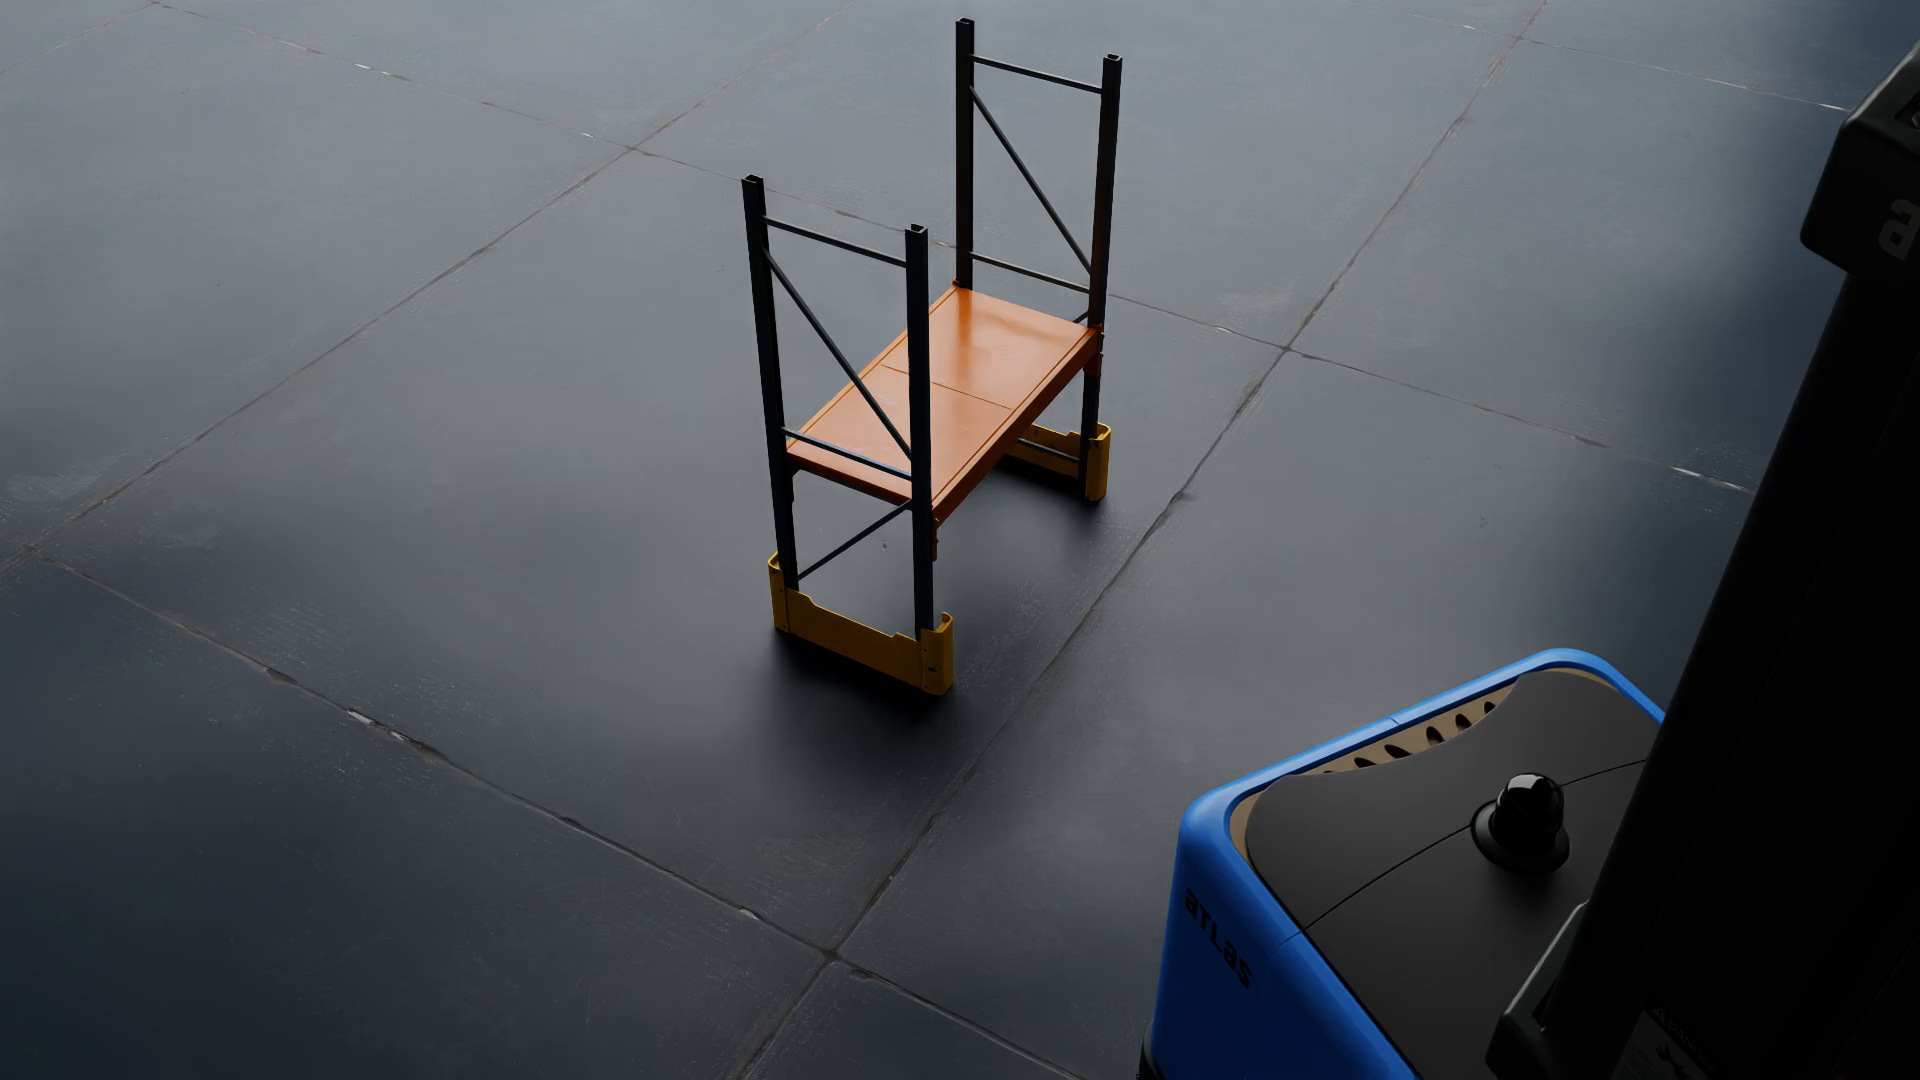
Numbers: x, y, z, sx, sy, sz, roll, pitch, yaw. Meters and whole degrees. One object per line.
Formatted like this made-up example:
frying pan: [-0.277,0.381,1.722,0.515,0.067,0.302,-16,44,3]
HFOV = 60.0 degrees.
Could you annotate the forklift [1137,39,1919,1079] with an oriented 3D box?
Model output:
forklift: [1.511,0.917,1.991,1.130,2.935,3.031,-19,45,-20]

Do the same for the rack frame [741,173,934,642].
rack frame: [-0.297,-0.223,4.369,0.500,1.500,0.032,21,45,22]

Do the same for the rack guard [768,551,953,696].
rack guard: [-0.287,0.235,4.794,0.587,0.250,0.087,21,45,22]

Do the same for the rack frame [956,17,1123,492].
rack frame: [0.212,-0.805,5.029,0.500,1.500,0.032,21,45,22]

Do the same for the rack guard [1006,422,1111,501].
rack guard: [0.211,-0.335,5.441,0.587,0.250,0.087,21,45,22]

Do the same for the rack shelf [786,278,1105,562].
rack shelf: [-0.043,-0.379,4.818,0.538,0.185,1.000,21,45,22]

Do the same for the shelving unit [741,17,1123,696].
shelving unit: [-0.038,-0.519,4.705,0.587,1.500,1.083,21,45,22]
